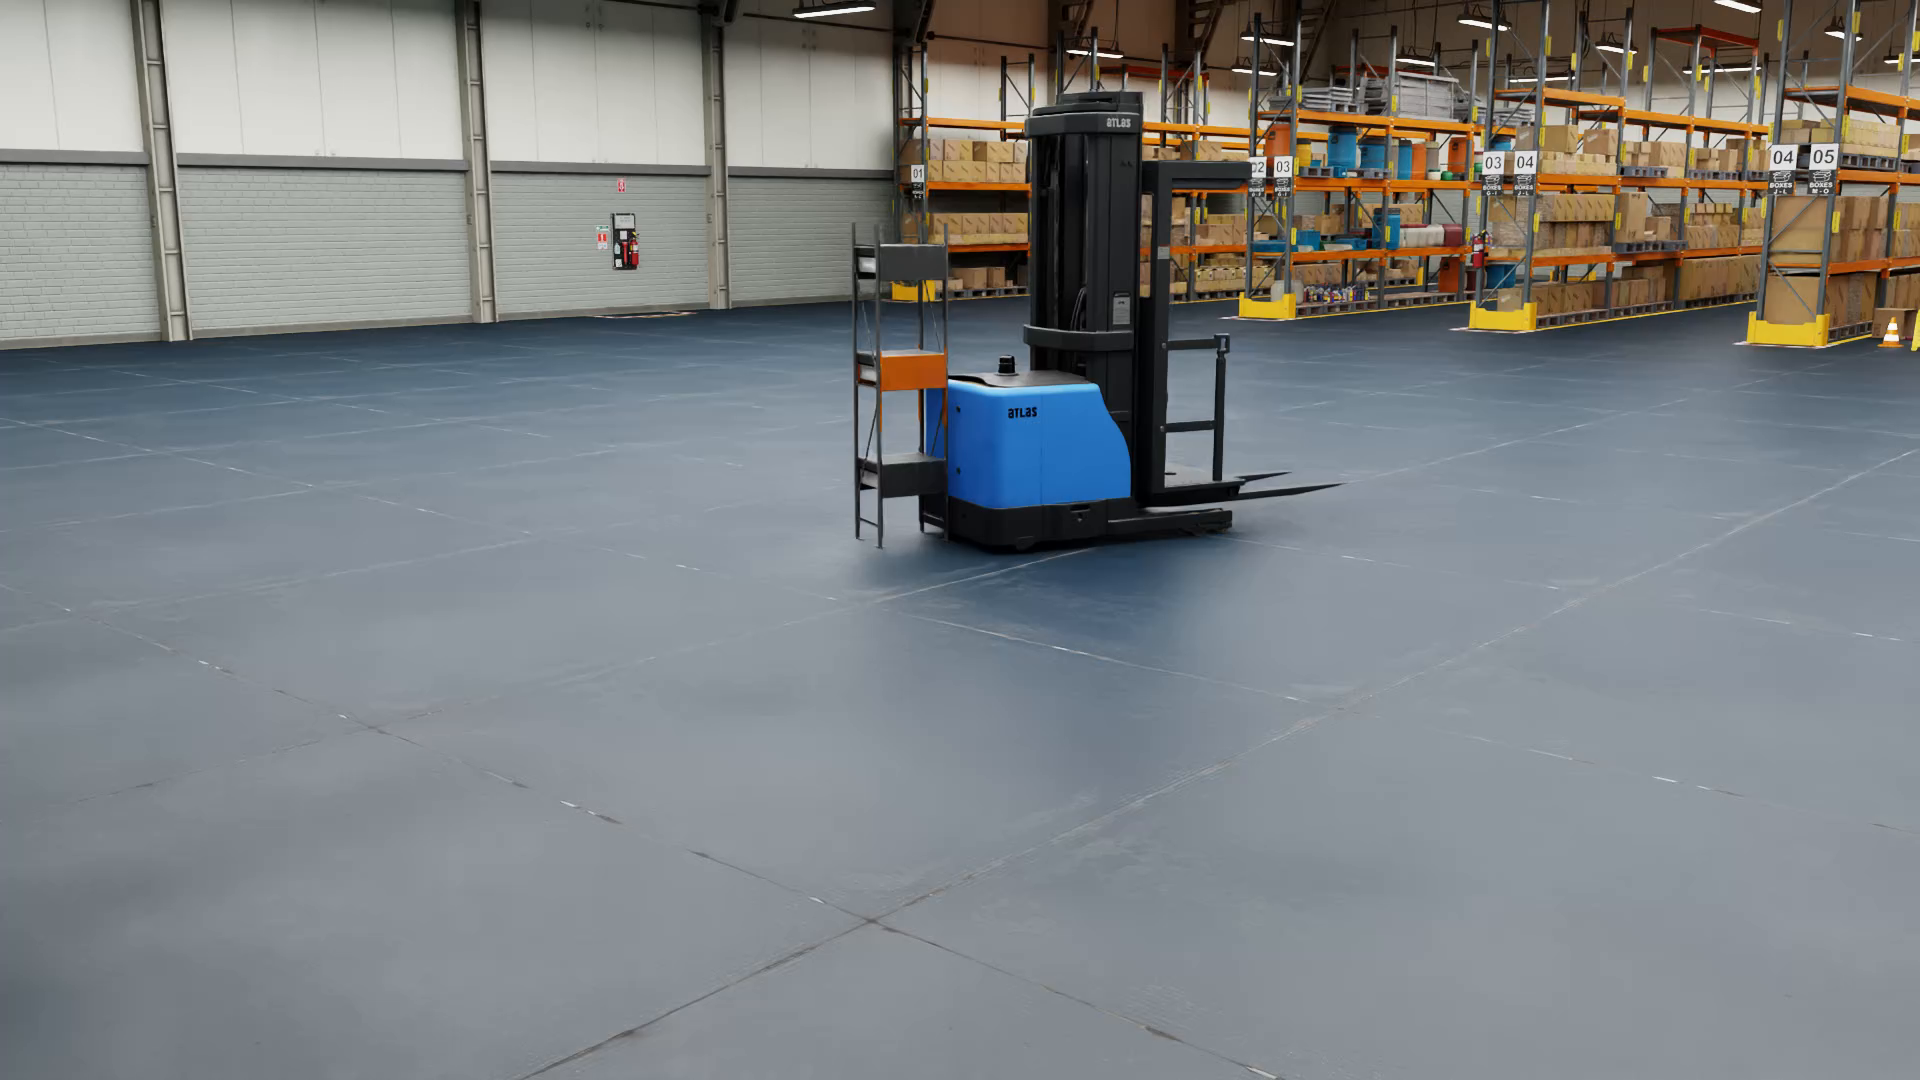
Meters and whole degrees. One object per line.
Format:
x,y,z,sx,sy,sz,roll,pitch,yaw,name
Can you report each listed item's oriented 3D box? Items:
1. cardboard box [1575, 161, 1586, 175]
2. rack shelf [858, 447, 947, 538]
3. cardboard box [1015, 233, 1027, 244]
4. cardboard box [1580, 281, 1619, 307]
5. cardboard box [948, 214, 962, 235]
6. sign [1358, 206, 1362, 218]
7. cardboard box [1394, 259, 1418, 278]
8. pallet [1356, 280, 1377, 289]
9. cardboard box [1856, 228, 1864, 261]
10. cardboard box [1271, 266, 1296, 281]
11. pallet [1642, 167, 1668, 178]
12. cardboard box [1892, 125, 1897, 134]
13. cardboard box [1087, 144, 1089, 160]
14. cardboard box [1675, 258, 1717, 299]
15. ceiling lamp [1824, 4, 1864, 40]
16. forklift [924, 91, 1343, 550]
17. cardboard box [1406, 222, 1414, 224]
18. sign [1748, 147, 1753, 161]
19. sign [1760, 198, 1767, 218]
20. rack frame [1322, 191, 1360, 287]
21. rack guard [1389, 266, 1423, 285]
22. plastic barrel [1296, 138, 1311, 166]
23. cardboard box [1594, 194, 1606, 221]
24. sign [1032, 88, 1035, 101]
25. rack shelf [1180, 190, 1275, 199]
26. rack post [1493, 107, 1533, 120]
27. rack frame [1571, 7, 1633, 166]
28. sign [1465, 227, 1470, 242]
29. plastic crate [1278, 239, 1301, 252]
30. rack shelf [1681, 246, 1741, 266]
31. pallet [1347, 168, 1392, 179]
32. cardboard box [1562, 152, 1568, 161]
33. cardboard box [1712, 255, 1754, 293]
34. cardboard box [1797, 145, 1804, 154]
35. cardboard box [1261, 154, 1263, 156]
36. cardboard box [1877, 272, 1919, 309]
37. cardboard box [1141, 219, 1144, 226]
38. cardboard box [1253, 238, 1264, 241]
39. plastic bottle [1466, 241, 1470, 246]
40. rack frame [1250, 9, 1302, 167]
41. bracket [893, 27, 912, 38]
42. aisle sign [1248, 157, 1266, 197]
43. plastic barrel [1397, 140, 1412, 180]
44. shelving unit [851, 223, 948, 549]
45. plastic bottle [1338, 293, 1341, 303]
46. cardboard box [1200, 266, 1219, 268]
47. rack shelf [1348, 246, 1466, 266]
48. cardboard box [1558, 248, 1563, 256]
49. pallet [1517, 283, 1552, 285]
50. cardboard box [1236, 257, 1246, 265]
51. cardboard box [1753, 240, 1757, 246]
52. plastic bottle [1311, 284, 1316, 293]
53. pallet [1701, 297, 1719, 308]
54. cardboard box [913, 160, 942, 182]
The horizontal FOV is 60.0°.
11.498,-7.028,31.463,0.500,0.250,0.500,10,15,42,cardboard box
-0.394,-0.326,11.124,0.480,0.518,0.431,-6,13,-27,rack shelf
1.373,-7.704,42.455,0.500,0.250,0.500,10,15,40,cardboard box
13.042,-5.033,34.008,0.700,0.500,0.500,8,14,36,cardboard box
-0.308,-7.695,40.495,0.500,0.500,0.500,10,15,41,cardboard box
10.882,-8.910,45.207,0.100,0.325,0.005,10,15,40,sign
12.929,-7.880,48.265,0.500,0.500,0.500,10,15,40,cardboard box
10.916,-7.147,46.455,1.003,0.211,1.213,10,15,40,pallet
14.979,-5.078,28.592,0.875,0.550,0.500,10,15,40,cardboard box
8.337,-6.845,43.082,0.500,0.500,0.500,11,15,43,cardboard box
13.790,-7.564,34.245,1.213,0.211,1.003,10,15,40,pallet
16.110,-7.160,29.023,0.380,0.149,0.250,10,15,40,cardboard box
2.924,-8.528,36.899,0.637,0.503,0.797,-11,16,-44,cardboard box
16.326,-5.937,37.628,1.225,0.875,0.875,10,15,41,cardboard box
19.420,-12.457,35.703,0.800,3.185,2.000,10,15,40,ceiling lamp
1.301,-1.551,11.491,3.031,2.935,1.130,-6,13,-27,forklift
12.672,-8.873,47.723,0.500,0.500,0.500,10,15,41,cardboard box
18.315,-8.942,38.542,0.100,0.325,0.005,10,15,40,sign
13.241,-5.467,27.362,0.100,0.325,0.005,10,15,40,sign
10.462,-8.413,45.677,1.000,3.000,0.127,10,15,40,rack frame
13.053,-7.765,48.812,1.175,0.500,0.348,10,15,40,rack guard
6.916,-7.960,34.197,0.600,0.588,0.600,0,11,0,plastic barrel
12.201,-6.465,32.353,0.500,0.500,0.500,10,15,40,cardboard box
1.853,-11.242,41.936,0.100,0.325,0.005,10,15,40,sign
8.059,-10.466,50.130,1.077,0.370,4.000,10,15,40,rack shelf
13.601,-10.557,41.287,0.937,0.300,0.954,9,15,39,rack post
12.620,-8.897,32.781,1.000,3.000,0.127,10,15,40,rack frame
11.958,-7.194,39.154,0.100,0.325,0.005,10,15,40,sign
6.798,-6.141,34.680,0.499,0.251,0.408,10,15,40,plastic crate
16.581,-6.485,37.858,1.077,0.370,4.000,10,15,40,rack shelf
8.497,-7.855,35.704,1.213,0.211,1.003,10,15,40,pallet
11.050,-7.115,30.882,0.380,0.149,0.250,10,15,40,cardboard box
18.397,-6.383,39.863,0.875,0.875,0.875,10,15,40,cardboard box
13.604,-6.406,27.281,0.380,0.149,0.250,10,15,40,cardboard box
9.101,-11.519,50.708,0.500,0.500,0.500,10,15,40,cardboard box
17.876,-4.783,32.172,1.050,0.750,0.750,10,15,41,cardboard box
3.977,-7.271,38.045,0.380,0.149,0.250,10,15,41,cardboard box
7.436,-7.534,41.913,0.380,0.149,0.250,10,15,40,cardboard box
12.069,-7.145,39.643,0.152,0.276,0.135,10,15,40,plastic bottle
6.259,-8.949,33.040,1.000,3.000,0.127,10,15,40,rack frame
-1.377,-12.103,39.641,0.235,0.232,0.430,10,15,40,bracket
5.989,-7.310,33.513,0.394,0.787,0.004,10,15,40,aisle sign
9.936,-8.608,37.710,0.600,0.901,0.708,10,15,40,plastic barrel
-0.394,-1.025,10.984,0.503,2.100,0.431,-6,13,-27,shelving unit
8.048,-5.157,35.392,0.097,0.201,0.097,0,11,0,plastic bottle
6.238,-6.690,41.562,0.500,0.311,0.500,10,15,40,cardboard box
10.220,-6.537,38.118,1.077,0.370,4.000,10,15,40,rack shelf
11.167,-5.439,31.427,0.380,0.149,0.250,10,15,40,cardboard box
15.442,-6.699,44.210,1.003,0.211,1.213,10,15,40,pallet
8.331,-8.358,50.711,0.700,0.500,0.500,9,14,39,cardboard box
18.865,-7.126,39.871,0.380,0.149,0.250,9,15,39,cardboard box
7.650,-5.357,36.013,0.144,0.351,0.185,10,15,40,plastic bottle
16.643,-5.461,38.014,1.003,0.211,1.213,10,15,40,pallet
-0.774,-8.835,39.820,0.500,0.500,0.500,10,15,42,cardboard box
